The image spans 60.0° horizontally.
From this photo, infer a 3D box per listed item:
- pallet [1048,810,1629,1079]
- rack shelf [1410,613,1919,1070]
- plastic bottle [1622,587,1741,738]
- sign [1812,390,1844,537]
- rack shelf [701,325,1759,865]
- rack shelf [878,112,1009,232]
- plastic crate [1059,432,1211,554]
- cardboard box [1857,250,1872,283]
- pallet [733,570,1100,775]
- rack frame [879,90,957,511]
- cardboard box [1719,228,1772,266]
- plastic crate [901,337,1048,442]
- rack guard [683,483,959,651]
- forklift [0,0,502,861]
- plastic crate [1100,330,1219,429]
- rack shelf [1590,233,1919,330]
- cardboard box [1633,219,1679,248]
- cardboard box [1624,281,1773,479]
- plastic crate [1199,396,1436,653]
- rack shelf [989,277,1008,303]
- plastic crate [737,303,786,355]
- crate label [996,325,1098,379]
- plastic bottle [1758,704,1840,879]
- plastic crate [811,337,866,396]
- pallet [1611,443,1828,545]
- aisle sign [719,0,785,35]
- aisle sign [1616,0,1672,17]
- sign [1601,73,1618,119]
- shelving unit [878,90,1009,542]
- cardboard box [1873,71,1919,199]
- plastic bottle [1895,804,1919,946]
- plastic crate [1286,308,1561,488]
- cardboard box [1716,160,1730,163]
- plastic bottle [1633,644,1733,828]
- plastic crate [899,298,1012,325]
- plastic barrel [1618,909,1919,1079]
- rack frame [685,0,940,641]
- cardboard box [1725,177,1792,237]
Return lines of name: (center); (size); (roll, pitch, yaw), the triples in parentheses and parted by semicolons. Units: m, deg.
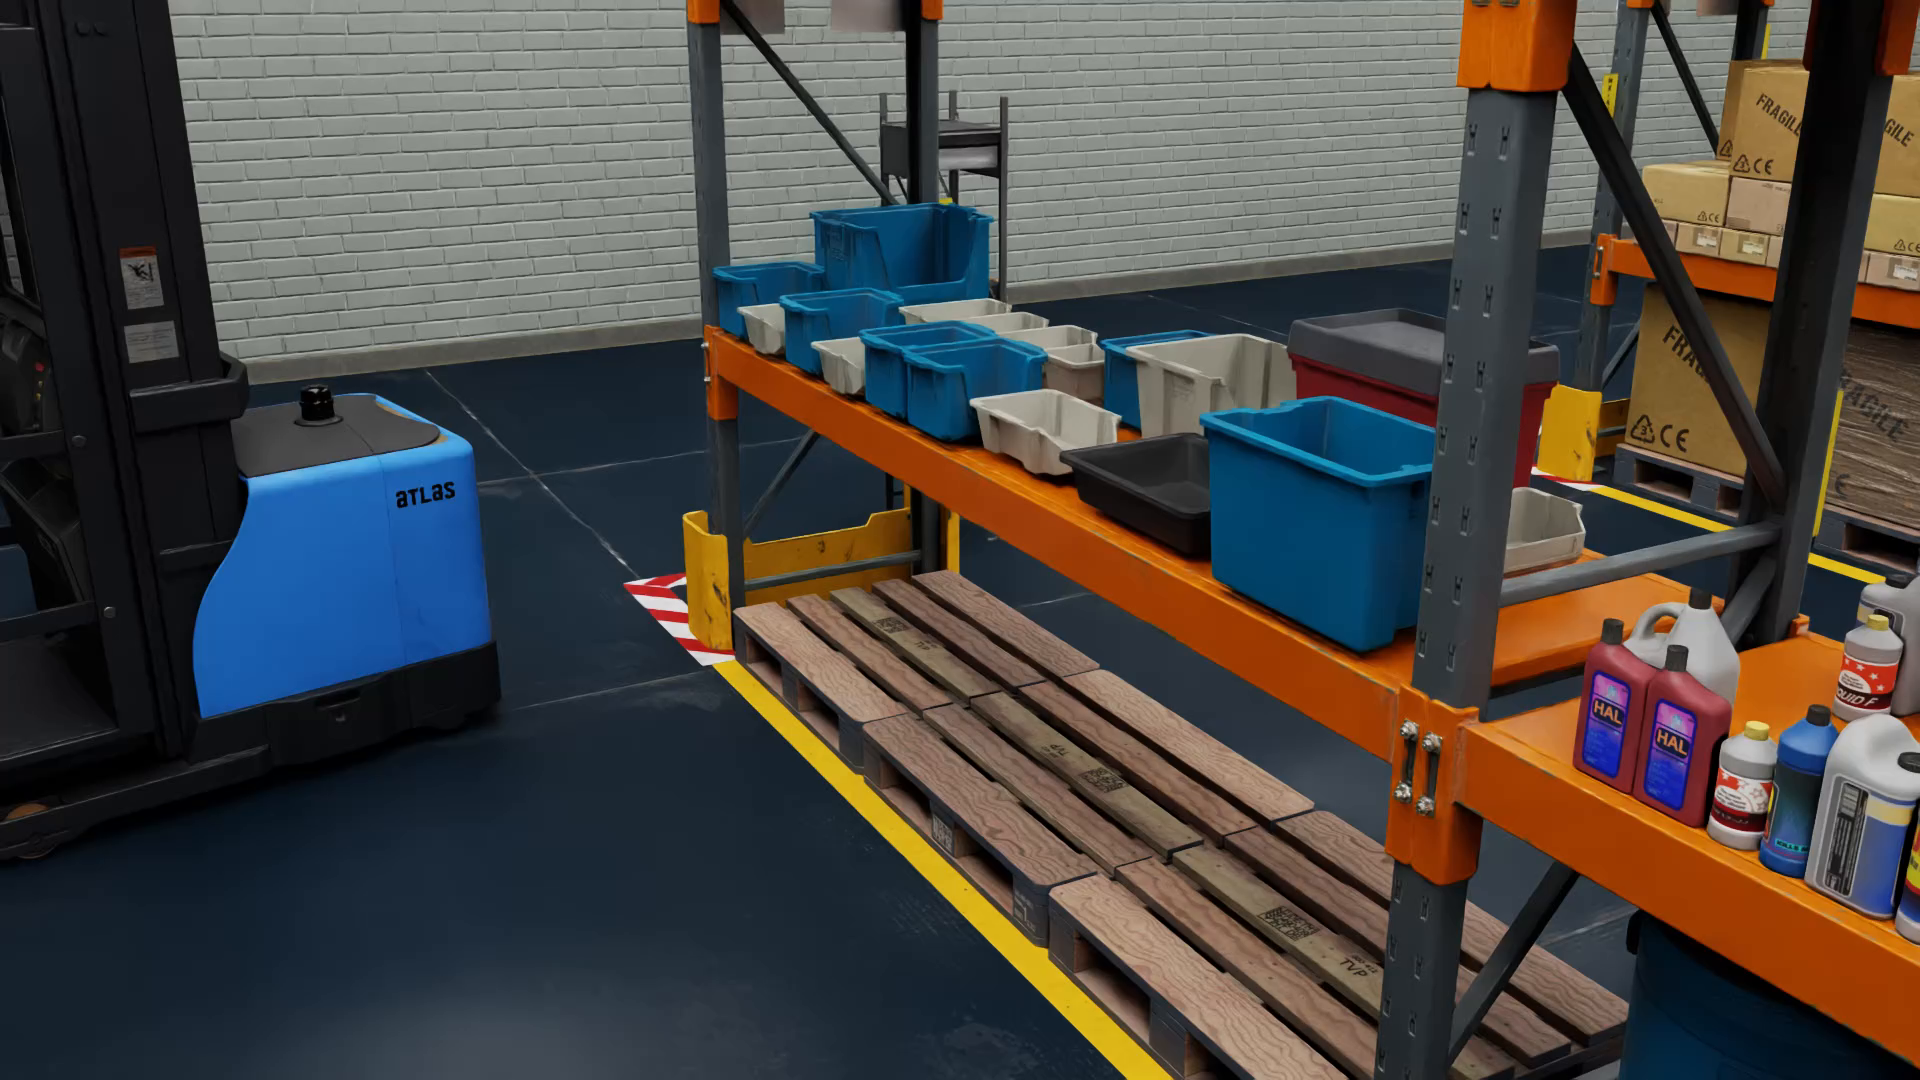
pallet: (0.963, 1.172, 4.412); (1.003, 0.211, 1.213); (-10, 21, -27)
rack shelf: (2.296, 0.973, 1.816); (1.077, 0.370, 4.000); (-10, 21, -27)
plastic bottle: (1.248, 0.245, 2.899); (0.144, 0.351, 0.185); (-10, 21, -27)
sign: (1.832, -0.157, 3.563); (0.100, 0.325, 0.005); (-10, 21, -27)
rack shelf: (0.397, -0.175, 5.144); (1.077, 0.370, 4.000); (-10, 21, -27)
rack shelf: (-0.079, -1.689, 7.703); (0.431, 0.518, 0.480); (-10, 21, -27)
plastic crate: (0.579, -0.119, 4.208); (0.437, 0.125, 0.590); (-10, 21, -27)
cardboard box: (4.174, -1.290, 7.657); (0.380, 0.149, 0.250); (-10, 22, -28)
pallet: (-0.195, 0.471, 6.442); (1.003, 0.211, 1.213); (-10, 21, -27)
rack frame: (-0.194, -1.110, 8.130); (0.400, 2.100, 0.015); (-10, 21, -27)
cardboard box: (3.929, -1.438, 8.086); (0.380, 0.149, 0.250); (-11, 22, -28)
plastic crate: (0.042, -0.453, 5.010); (0.416, 0.233, 0.300); (-10, 21, -27)
rack guard: (-0.576, 0.087, 7.112); (1.175, 0.500, 0.348); (-10, 21, -27)
forklift: (-3.170, -0.538, 5.197); (3.031, 2.935, 1.130); (-15, 24, -37)
plastic crate: (0.648, -0.489, 5.114); (0.416, 0.233, 0.300); (-10, 21, -27)
rack shelf: (4.756, -0.943, 7.367); (1.077, 0.370, 4.000); (-10, 21, -27)
cardboard box: (3.684, -1.585, 8.511); (0.380, 0.149, 0.250); (-10, 21, -26)
cardboard box: (4.180, -0.880, 8.695); (0.875, 0.875, 0.875); (-10, 21, -27)
plastic crate: (0.825, -0.043, 3.591); (0.392, 0.384, 0.575); (-10, 21, -27)
rack shelf: (-0.079, -1.027, 7.931); (0.431, 0.518, 0.480); (-10, 21, -27)
plastic crate: (-0.646, -0.766, 6.066); (0.250, 0.136, 0.298); (-10, 21, -27)
crate label: (0.272, -0.626, 5.658); (0.396, 0.136, 0.243); (-10, 21, -27)
plastic bottle: (1.326, 0.387, 2.607); (0.097, 0.271, 0.097); (0, 19, 0)
plastic crate: (-0.324, -0.572, 5.502); (0.250, 0.136, 0.298); (-10, 21, -27)
pallet: (4.255, -0.321, 8.738); (1.003, 0.211, 1.213); (-10, 21, -27)
aisle sign: (-0.848, -2.293, 6.193); (0.394, 0.787, 0.004); (-10, 21, -27)
aisle sign: (3.508, -3.060, 8.415); (0.394, 0.787, 0.004); (-10, 21, -27)
sign: (3.315, -2.219, 8.515); (0.100, 0.325, 0.005); (-10, 21, -27)
shelving unit: (-0.079, -1.040, 7.927); (0.431, 2.100, 0.503); (-10, 21, -27)
cardboard box: (4.285, -1.810, 7.402); (0.500, 0.500, 0.500); (-11, 22, -28)
plastic bottle: (1.436, 0.454, 2.414); (0.097, 0.271, 0.097); (0, 19, 0)
plastic crate: (1.143, -0.295, 4.198); (0.402, 0.464, 0.583); (-10, 21, -27)
cardboard box: (4.270, -1.828, 8.606); (0.500, 0.250, 0.500); (-10, 22, -28)
plastic bottle: (1.209, 0.324, 2.774); (0.061, 0.283, 0.133); (-10, 21, -27)
plastic crate: (-0.006, -0.787, 6.126); (0.396, 0.136, 0.243); (-10, 21, -27)
plastic barrel: (1.590, 1.011, 3.176); (0.600, 0.901, 0.708); (-10, 21, -27)
rack frame: (-0.553, -1.090, 6.690); (1.000, 3.000, 0.127); (-10, 21, -27)
cardboard box: (4.049, -1.599, 7.940); (0.500, 0.250, 0.500); (-10, 22, -27)
